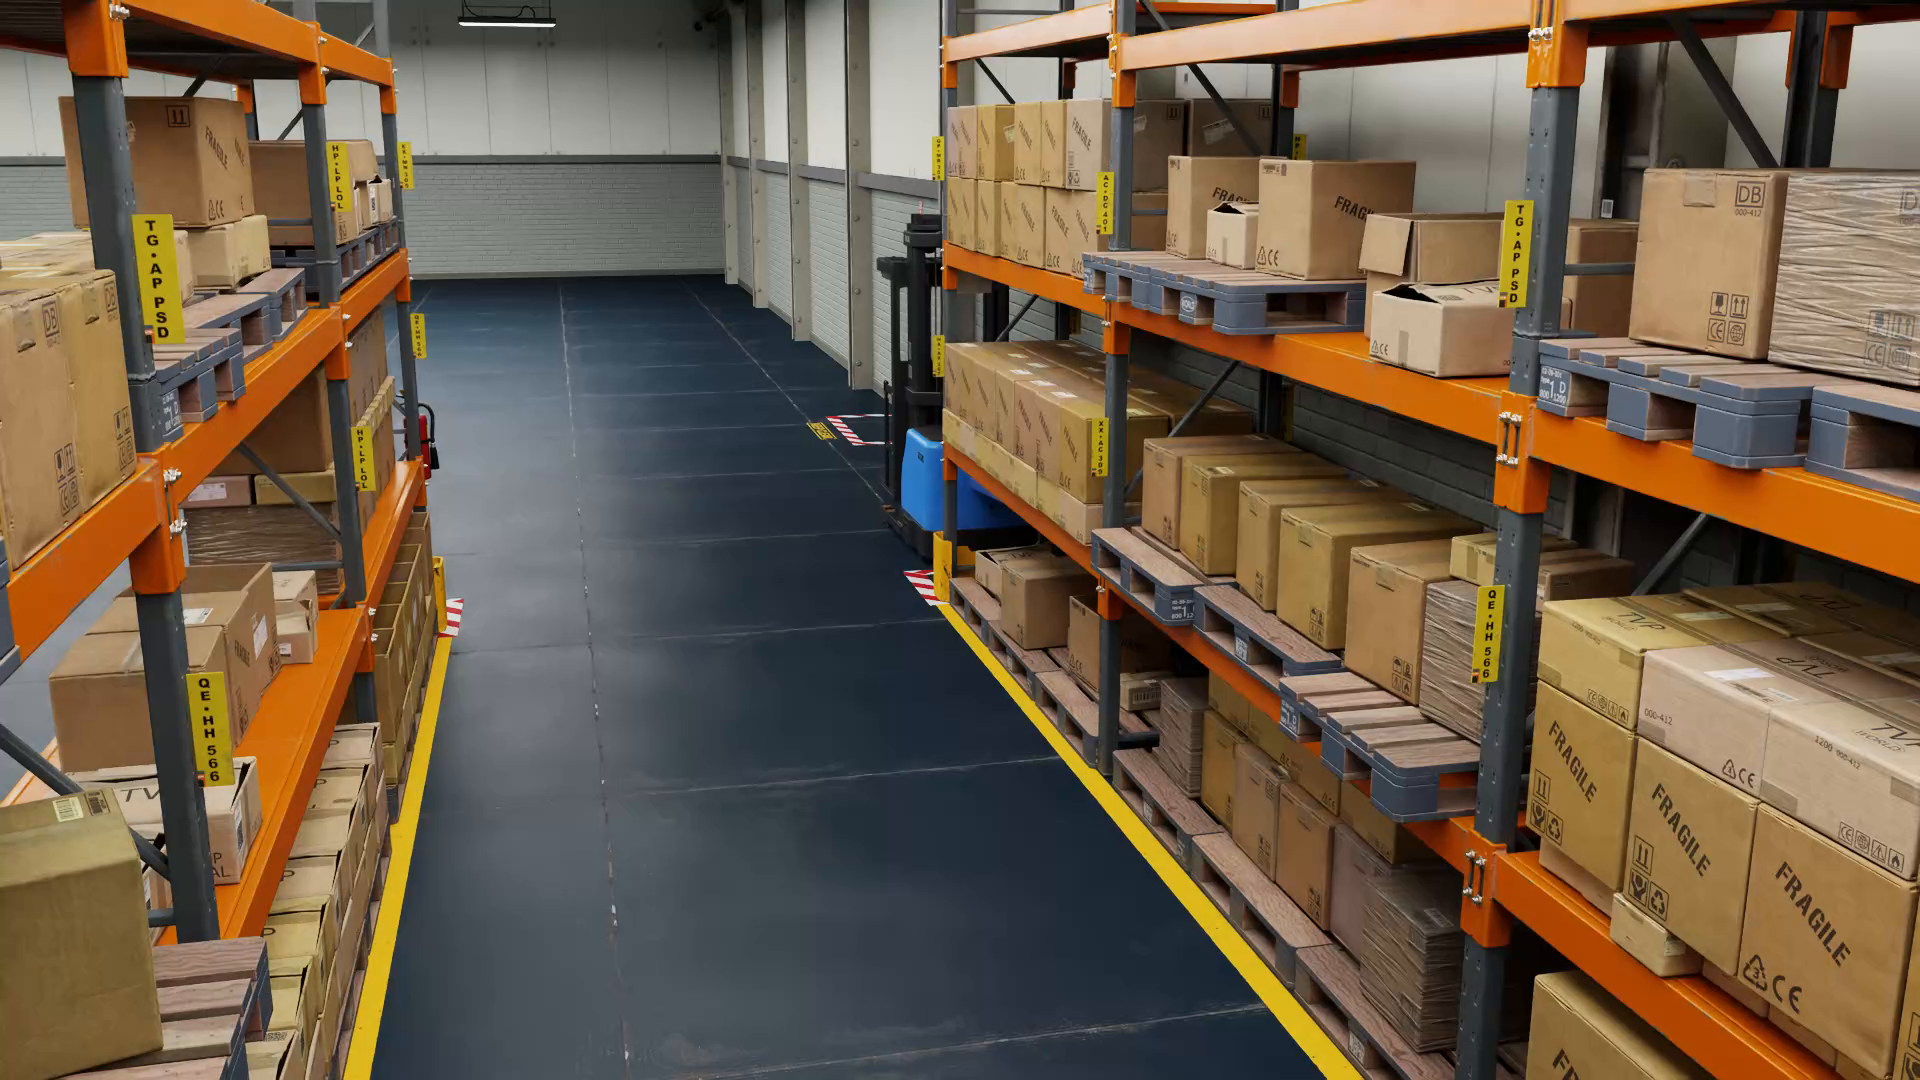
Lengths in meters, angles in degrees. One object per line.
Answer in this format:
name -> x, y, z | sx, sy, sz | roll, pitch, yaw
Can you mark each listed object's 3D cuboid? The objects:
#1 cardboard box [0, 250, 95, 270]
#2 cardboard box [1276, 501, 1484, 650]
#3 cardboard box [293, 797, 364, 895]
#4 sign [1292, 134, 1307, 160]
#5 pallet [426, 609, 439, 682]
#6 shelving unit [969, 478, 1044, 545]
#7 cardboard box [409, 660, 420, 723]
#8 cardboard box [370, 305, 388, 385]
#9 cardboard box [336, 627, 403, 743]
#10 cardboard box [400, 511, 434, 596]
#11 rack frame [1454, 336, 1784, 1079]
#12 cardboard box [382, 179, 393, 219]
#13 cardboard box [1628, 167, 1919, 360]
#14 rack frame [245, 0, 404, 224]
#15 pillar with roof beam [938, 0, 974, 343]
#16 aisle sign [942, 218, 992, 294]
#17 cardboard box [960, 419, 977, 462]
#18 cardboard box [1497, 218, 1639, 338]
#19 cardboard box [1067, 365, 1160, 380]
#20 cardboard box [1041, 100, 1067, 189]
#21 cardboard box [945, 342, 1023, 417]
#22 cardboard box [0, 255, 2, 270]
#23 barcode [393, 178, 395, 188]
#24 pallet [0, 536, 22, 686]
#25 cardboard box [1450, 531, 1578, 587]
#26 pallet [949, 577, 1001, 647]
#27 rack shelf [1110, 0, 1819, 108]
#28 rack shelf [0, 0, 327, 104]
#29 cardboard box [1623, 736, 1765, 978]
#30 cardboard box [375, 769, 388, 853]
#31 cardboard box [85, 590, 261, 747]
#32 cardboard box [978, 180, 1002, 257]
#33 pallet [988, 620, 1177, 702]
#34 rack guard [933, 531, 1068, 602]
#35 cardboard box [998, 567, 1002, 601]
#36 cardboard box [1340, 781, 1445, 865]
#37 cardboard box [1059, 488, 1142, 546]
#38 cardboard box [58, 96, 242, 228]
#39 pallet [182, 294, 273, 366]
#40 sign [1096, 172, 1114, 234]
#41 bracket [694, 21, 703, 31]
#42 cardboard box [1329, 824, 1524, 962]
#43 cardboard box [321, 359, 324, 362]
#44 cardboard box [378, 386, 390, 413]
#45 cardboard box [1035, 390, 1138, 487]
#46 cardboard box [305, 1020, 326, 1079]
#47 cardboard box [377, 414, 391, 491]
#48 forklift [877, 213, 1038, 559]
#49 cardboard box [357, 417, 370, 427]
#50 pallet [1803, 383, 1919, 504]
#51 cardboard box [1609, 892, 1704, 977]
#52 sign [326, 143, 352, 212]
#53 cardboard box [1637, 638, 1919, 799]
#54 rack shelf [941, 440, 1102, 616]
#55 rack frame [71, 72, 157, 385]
cardboard box -> -2.873, -0.735, 5.047 | 0.500, 0.250, 0.500 | -3, 14, -12
cardboard box -> 1.809, 0.142, 7.211 | 0.700, 0.500, 0.500 | -3, 14, -13
cardboard box -> -2.893, 1.324, 7.237 | 0.500, 0.311, 0.500 | -3, 14, -13
sign -> 1.843, -2.056, 9.106 | 0.100, 0.325, 0.005 | -3, 14, -13
pallet -> -4.229, 0.758, 11.701 | 1.003, 0.211, 1.213 | -3, 14, -13
shelving unit -> 0.547, -0.536, 13.989 | 0.538, 1.500, 1.048 | -14, 27, -35
cardboard box -> -3.549, 0.929, 10.036 | 0.500, 0.250, 0.500 | -3, 14, -13
cardboard box -> -4.340, -1.329, 11.423 | 0.700, 0.500, 0.500 | -3, 14, -13
cardboard box -> -3.315, 0.795, 9.003 | 0.500, 0.500, 0.500 | -3, 14, -13
cardboard box -> -4.034, 0.104, 11.832 | 0.500, 0.500, 0.500 | -3, 14, -13
rack frame -> 2.243, 0.798, 5.663 | 1.000, 3.000, 0.127 | -3, 14, -13
cardboard box -> -3.923, -2.176, 10.651 | 0.500, 0.250, 0.500 | -3, 14, -13
cardboard box -> 2.411, -0.815, 4.806 | 0.700, 0.500, 0.500 | -4, 14, -18
rack frame -> -4.450, -3.685, 11.371 | 1.000, 3.000, 0.127 | -3, 14, -13
pillar with roof beam -> -4.224, -4.993, 16.724 | 9.100, 9.000, 0.400 | -3, 14, -13
aisle sign -> 0.056, -2.310, 12.908 | 0.394, 0.787, 0.004 | -3, 14, -13
cardboard box -> 0.306, -0.735, 12.212 | 0.500, 0.250, 0.500 | -4, 14, -15
cardboard box -> 2.298, -0.896, 6.025 | 0.500, 0.500, 0.500 | -3, 14, -13
cardboard box -> 1.034, -0.900, 11.306 | 0.500, 0.500, 0.500 | -3, 14, -12
cardboard box -> 0.783, -2.353, 9.880 | 0.500, 0.500, 0.500 | -3, 14, -10
cardboard box -> 0.185, -1.222, 12.624 | 0.500, 0.500, 0.500 | -3, 14, -13
cardboard box -> -2.474, -0.815, 3.629 | 0.500, 0.500, 0.500 | -3, 14, -13
barcode -> -3.910, -2.467, 11.483 | 0.001, 0.075, 0.075 | -3, 14, -13
pallet -> -1.963, 0.239, 2.029 | 1.213, 0.211, 1.003 | -3, 14, -13
cardboard box -> 2.043, 0.069, 6.141 | 0.380, 0.149, 0.250 | -6, 15, -23
pallet -> 0.539, 0.514, 12.701 | 1.003, 0.211, 1.213 | -3, 14, -13
rack shelf -> 1.774, -2.034, 6.972 | 1.077, 0.370, 4.000 | -3, 14, -13
rack shelf -> -3.041, -1.757, 5.838 | 1.077, 0.370, 4.000 | -3, 14, -13
cardboard box -> 2.223, 0.843, 4.599 | 0.500, 0.500, 0.500 | -3, 14, -11
cardboard box -> -3.131, 1.364, 8.257 | 0.500, 0.250, 0.500 | -3, 14, -14
cardboard box -> -3.104, 0.519, 6.595 | 0.500, 0.500, 0.500 | -3, 14, -13
cardboard box -> 0.417, -2.226, 11.469 | 0.500, 0.500, 0.500 | -3, 14, -11
pallet -> 0.822, 0.795, 11.551 | 1.003, 0.211, 1.213 | -3, 14, -13
rack guard -> 0.382, 0.184, 13.442 | 1.175, 0.500, 0.348 | -3, 14, -13
cardboard box -> 0.574, 0.341, 12.271 | 0.500, 0.311, 0.500 | -2, 14, -9
cardboard box -> 1.951, 1.136, 7.039 | 0.500, 0.250, 0.500 | -3, 14, -12
cardboard box -> 0.898, -0.154, 9.833 | 0.500, 0.250, 0.500 | -3, 14, -13
cardboard box -> -3.247, -1.526, 6.705 | 0.500, 0.500, 0.500 | -2, 14, -8
pallet -> -3.083, -0.700, 5.871 | 1.003, 0.211, 1.213 | -3, 14, -11
sign -> 0.778, -1.801, 8.891 | 0.100, 0.325, 0.005 | -3, 14, -13
bracket -> -6.675, -13.140, 42.490 | 0.235, 0.232, 0.430 | -3, 14, -13
cardboard box -> 2.016, 1.510, 7.088 | 0.700, 0.500, 0.500 | -3, 14, -13
cardboard box -> -3.740, -0.745, 9.035 | 0.700, 0.500, 0.500 | -3, 14, -13
cardboard box -> -4.052, -0.937, 11.189 | 0.380, 0.149, 0.250 | -3, 14, -14
cardboard box -> 0.770, -0.632, 10.212 | 0.500, 0.500, 0.500 | -3, 14, -14
cardboard box -> -2.527, 1.954, 5.841 | 0.500, 0.250, 0.500 | -4, 14, -15
cardboard box -> -4.224, -0.590, 11.133 | 0.700, 0.500, 0.500 | -3, 14, -12
forklift -> -0.151, -1.567, 15.489 | 1.130, 2.935, 3.031 | -3, 14, -14
cardboard box -> -3.752, -0.641, 9.977 | 0.380, 0.149, 0.250 | -3, 14, -14
pallet -> 2.712, -0.164, 3.678 | 1.003, 0.211, 1.213 | -3, 14, -11
cardboard box -> 2.127, 1.124, 4.816 | 0.380, 0.149, 0.250 | -3, 14, -11
sign -> -2.985, -1.741, 7.984 | 0.100, 0.325, 0.005 | -3, 14, -13
cardboard box -> 2.226, 0.474, 4.529 | 0.500, 0.250, 0.500 | -3, 14, -14
rack shelf -> 0.834, -0.236, 11.414 | 1.077, 0.370, 4.000 | -3, 14, -13
rack frame -> -2.571, -1.839, 3.817 | 1.000, 3.000, 0.127 | -3, 14, -13
